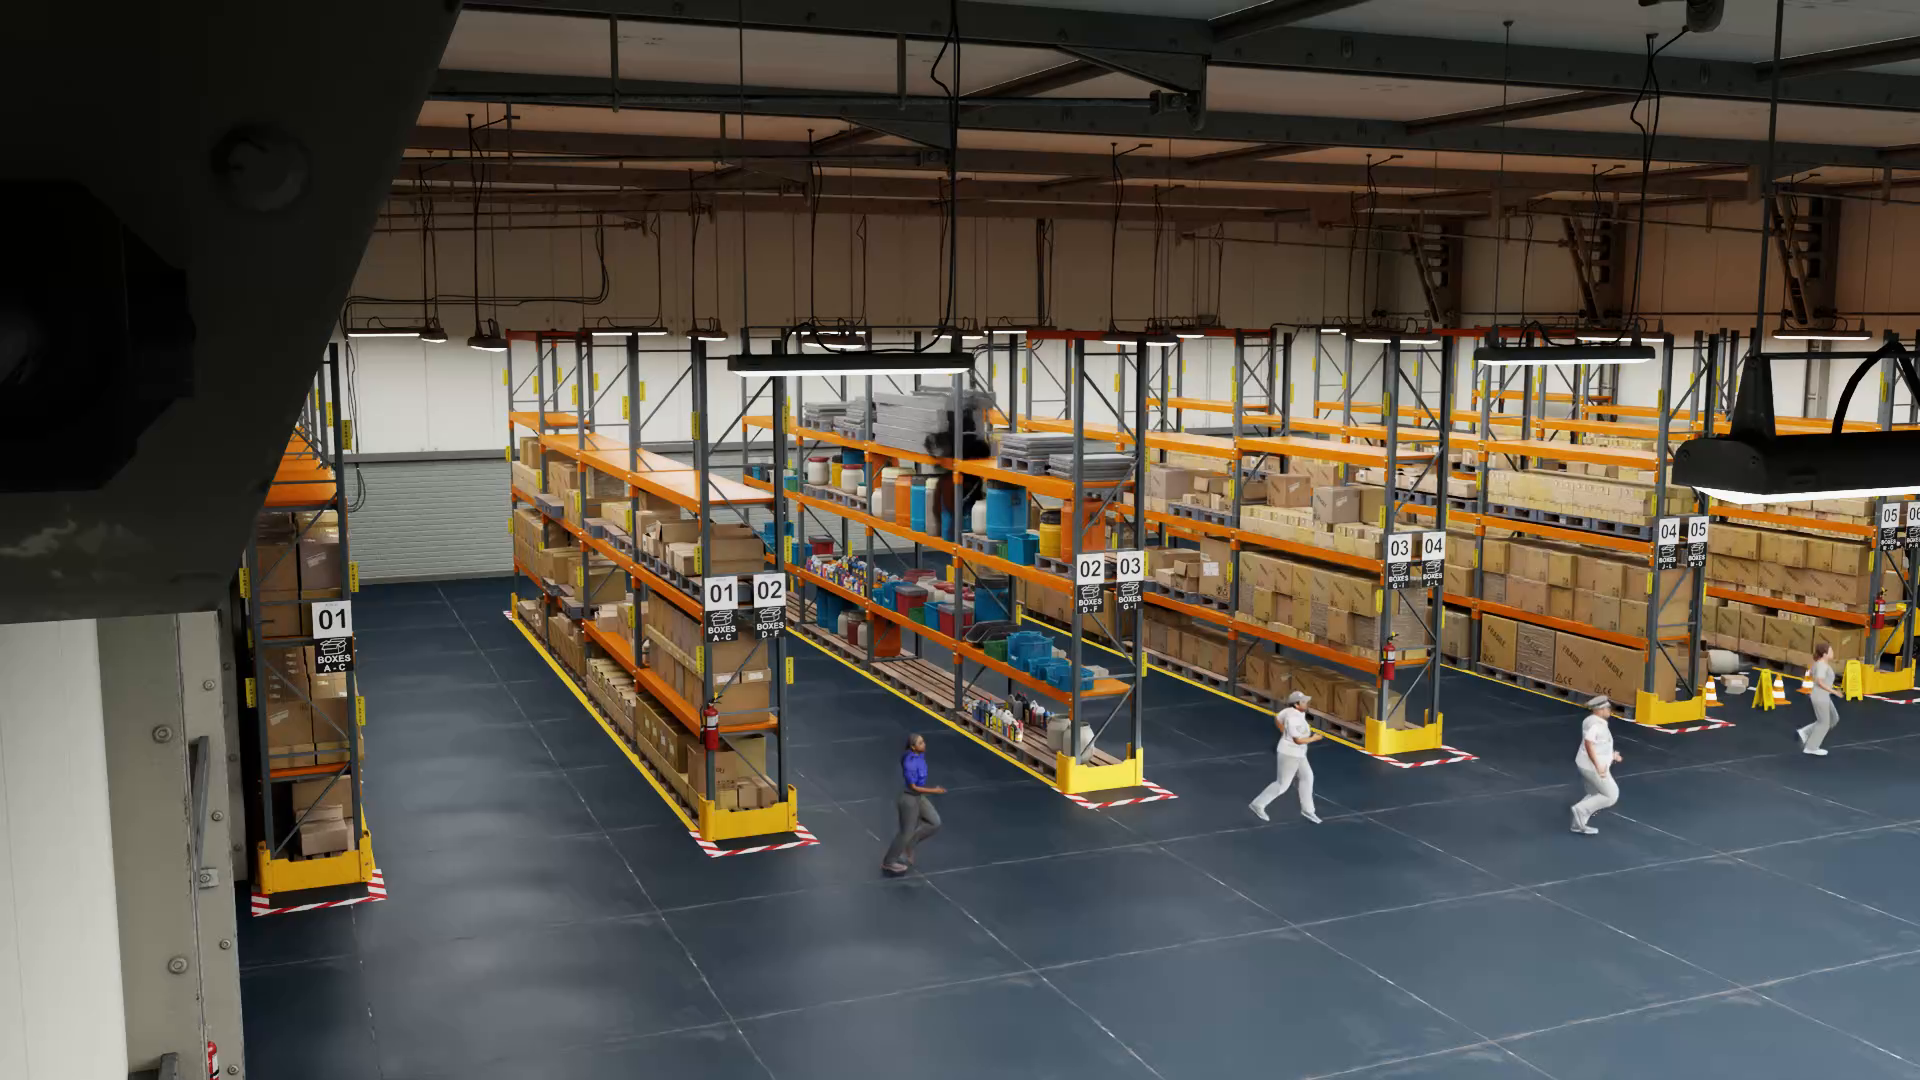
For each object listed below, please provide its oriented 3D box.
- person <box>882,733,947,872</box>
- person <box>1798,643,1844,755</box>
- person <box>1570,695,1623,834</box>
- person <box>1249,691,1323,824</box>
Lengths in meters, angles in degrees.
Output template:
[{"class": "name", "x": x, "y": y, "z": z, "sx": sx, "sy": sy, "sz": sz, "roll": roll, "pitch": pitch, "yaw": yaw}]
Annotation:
[{"class": "person", "x": -0.504, "y": 2.965, "z": 18.907, "sx": 0.750, "sy": 1.607, "sz": 0.593, "roll": 2, "pitch": 8, "yaw": 13}, {"class": "person", "x": 12.370, "y": 2.282, "z": 23.865, "sx": 0.556, "sy": 1.631, "sz": 0.582, "roll": 4, "pitch": 9, "yaw": 26}, {"class": "person", "x": 7.761, "y": 2.737, "z": 20.227, "sx": 0.631, "sy": 1.726, "sz": 0.653, "roll": 1, "pitch": 8, "yaw": 7}, {"class": "person", "x": 4.073, "y": 2.710, "z": 20.704, "sx": 0.909, "sy": 1.707, "sz": 0.612, "roll": 1, "pitch": 8, "yaw": 11}]
